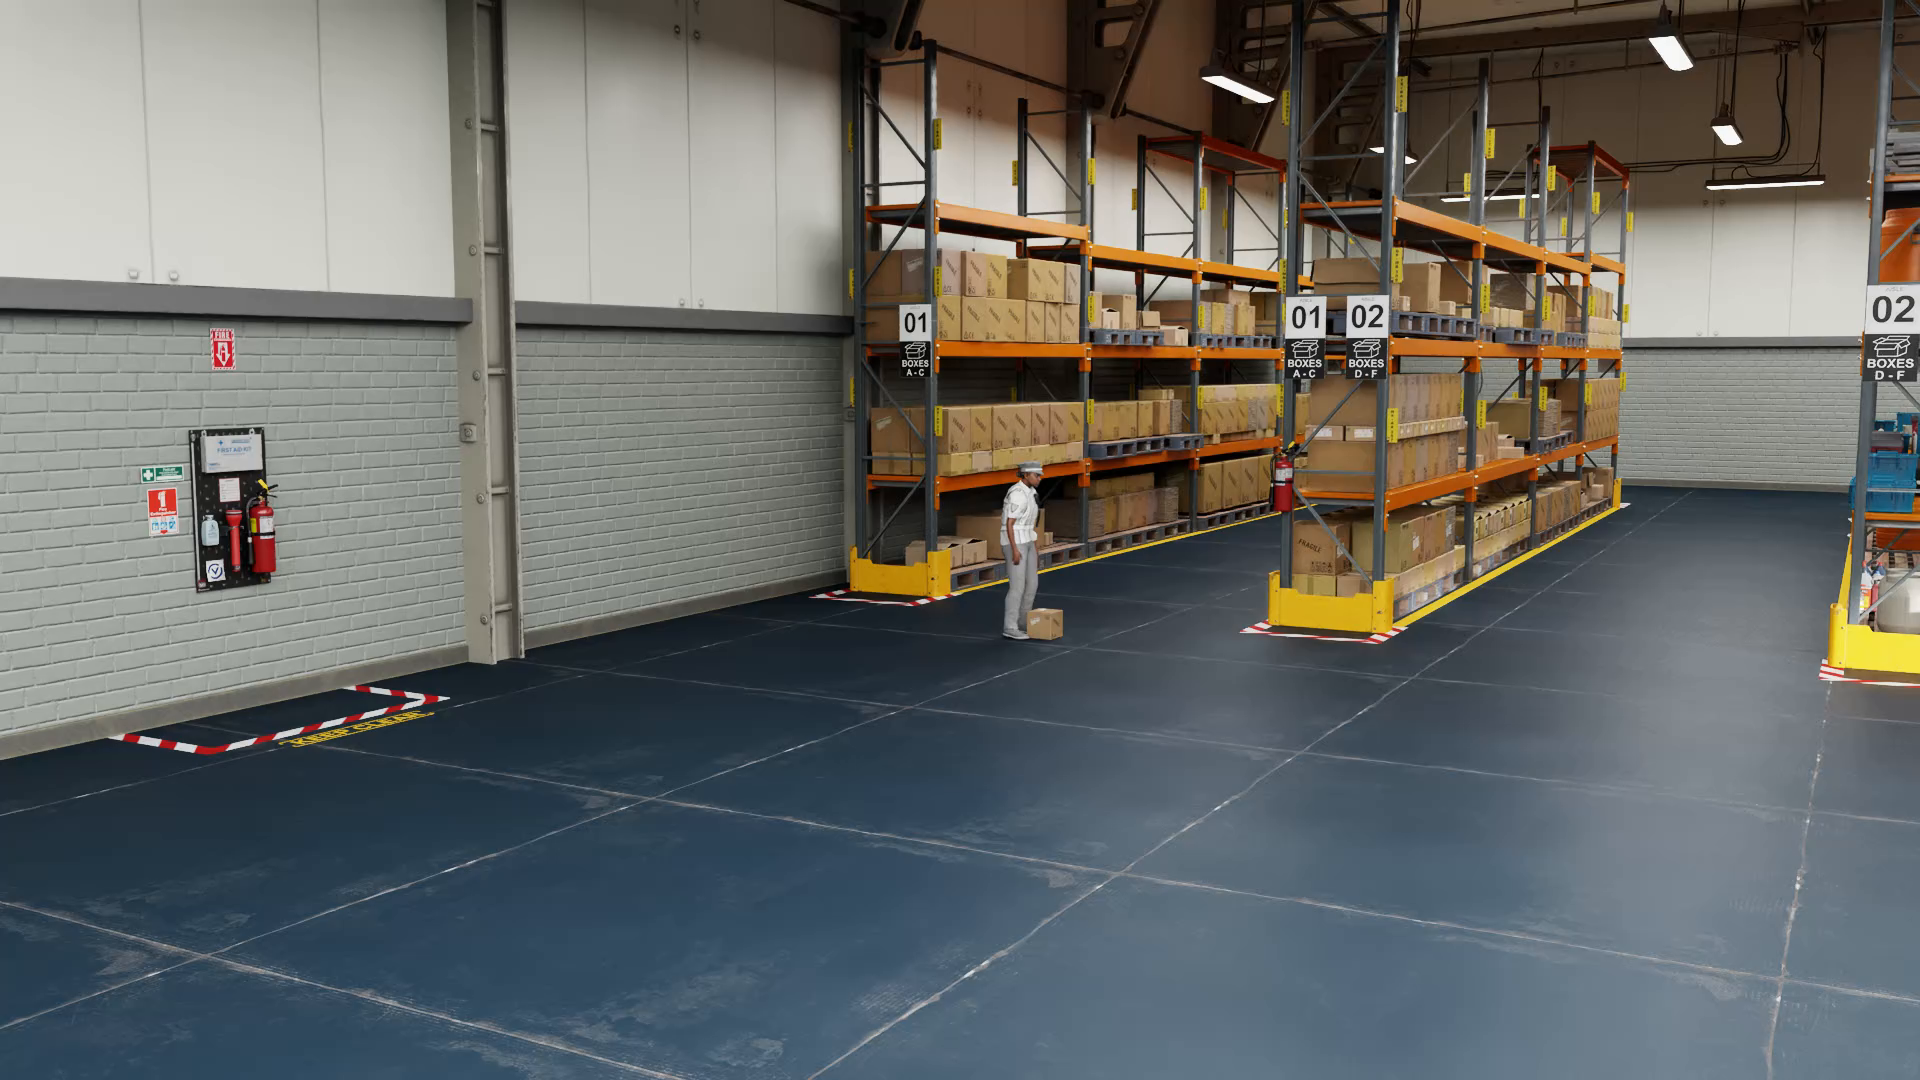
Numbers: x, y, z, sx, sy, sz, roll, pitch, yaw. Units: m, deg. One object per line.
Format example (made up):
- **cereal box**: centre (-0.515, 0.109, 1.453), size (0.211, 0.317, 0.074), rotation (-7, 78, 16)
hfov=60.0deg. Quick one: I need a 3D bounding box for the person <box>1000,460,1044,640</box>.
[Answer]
- **person**: centre (0.591, 0.078, 15.640), size (0.400, 1.658, 0.518), rotation (3, 7, 27)
